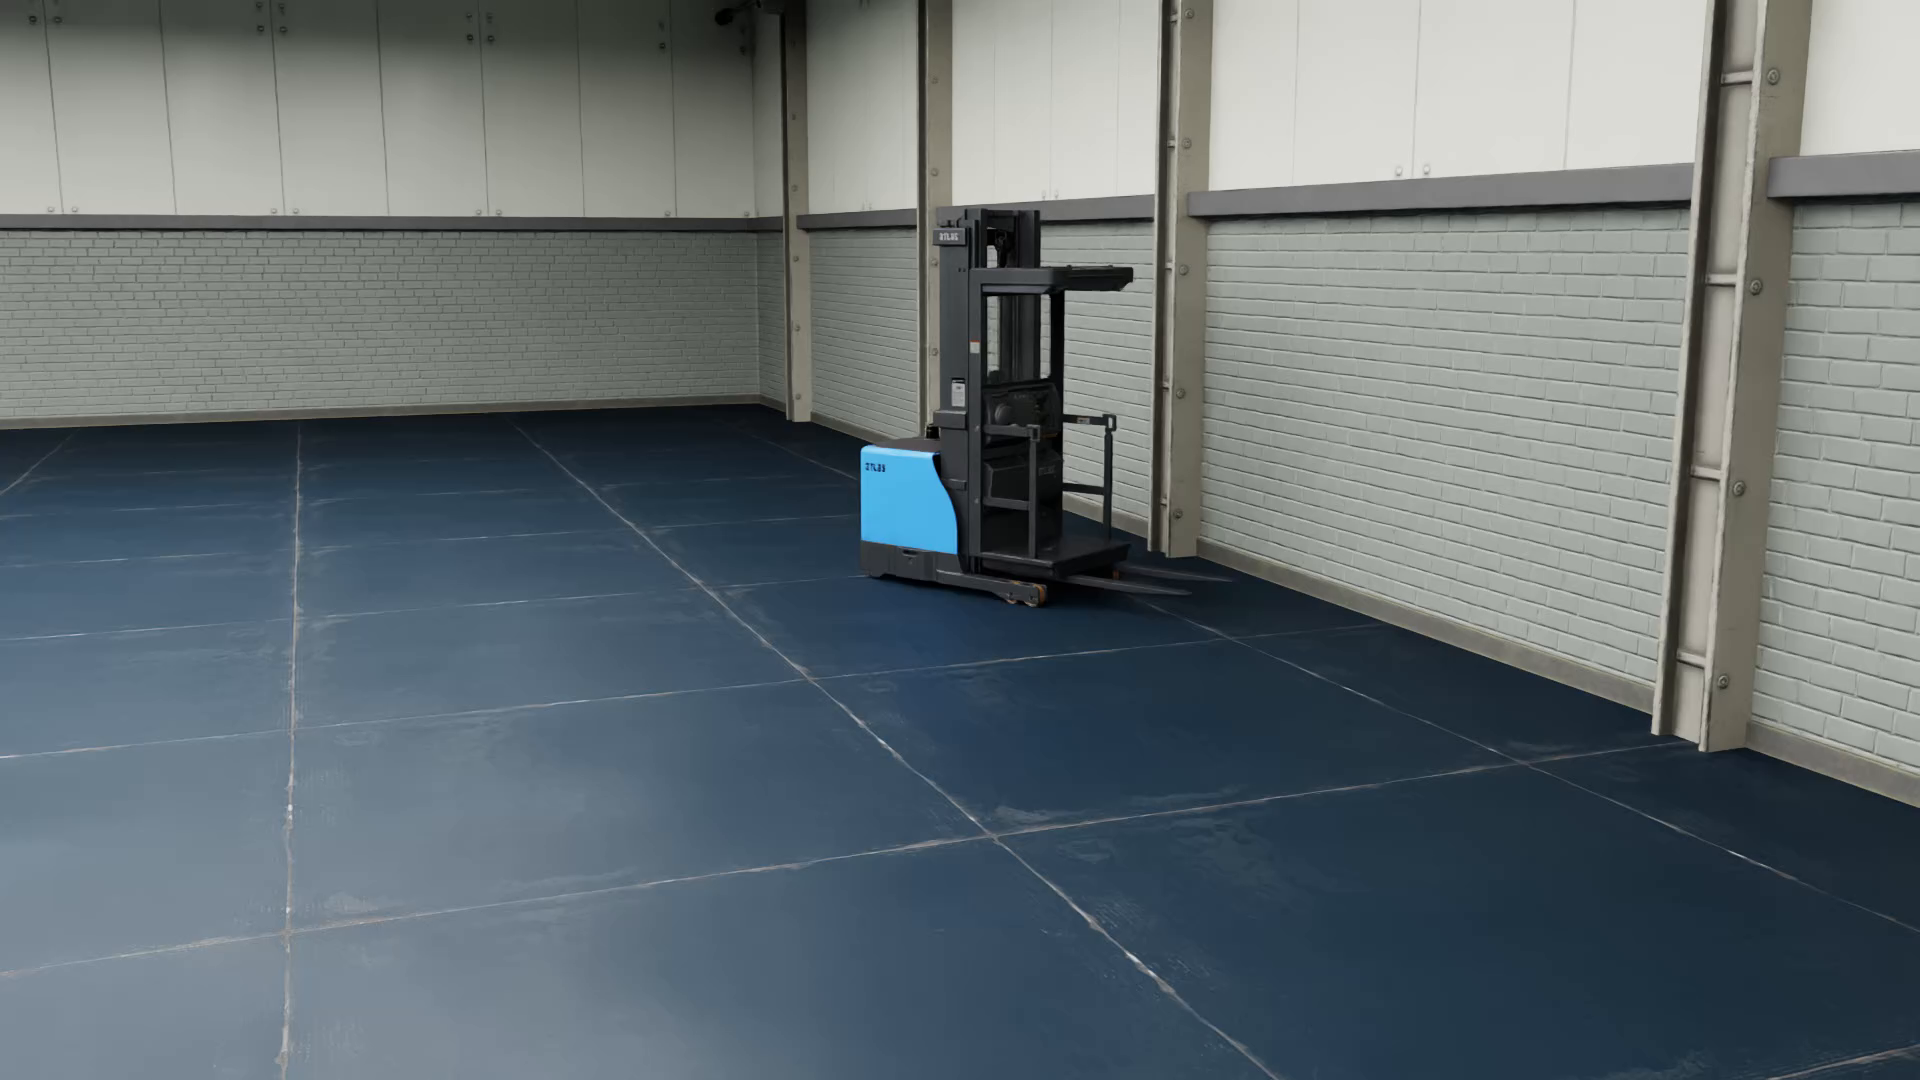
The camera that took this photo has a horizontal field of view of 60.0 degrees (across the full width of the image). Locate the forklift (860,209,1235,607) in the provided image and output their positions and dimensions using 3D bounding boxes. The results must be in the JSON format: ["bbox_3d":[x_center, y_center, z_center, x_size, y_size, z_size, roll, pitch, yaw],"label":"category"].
[{"bbox_3d":[0.649,-1.047,12.767,3.031,2.935,1.130,8,13,38],"label":"forklift"}]

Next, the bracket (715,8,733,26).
[{"bbox_3d":[-3.813,-8.480,26.952,0.235,0.232,0.430,-4,11,-21],"label":"bracket"}]

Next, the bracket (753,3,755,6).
[{"bbox_3d":[-2.954,-8.094,24.777,0.235,0.232,0.430,-4,11,-21],"label":"bracket"}]

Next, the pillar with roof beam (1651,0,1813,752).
[{"bbox_3d":[0.037,-3.065,6.785,9.100,9.000,0.400,-4,11,-21],"label":"pillar with roof beam"}]

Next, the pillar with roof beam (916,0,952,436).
[{"bbox_3d":[-4.311,-5.024,17.797,9.100,9.000,0.400,-4,11,-21],"label":"pillar with roof beam"}]

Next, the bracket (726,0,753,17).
[{"bbox_3d":[-3.599,-8.384,26.410,0.076,0.066,3.189,-4,11,-21],"label":"bracket"}]

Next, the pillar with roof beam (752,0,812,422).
[{"bbox_3d":[-6.486,-6.003,23.303,9.100,9.000,0.548,-4,11,-21],"label":"pillar with roof beam"}]

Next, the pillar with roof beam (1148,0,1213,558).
[{"bbox_3d":[-2.137,-4.044,12.291,9.100,9.000,0.400,-4,11,-21],"label":"pillar with roof beam"}]
